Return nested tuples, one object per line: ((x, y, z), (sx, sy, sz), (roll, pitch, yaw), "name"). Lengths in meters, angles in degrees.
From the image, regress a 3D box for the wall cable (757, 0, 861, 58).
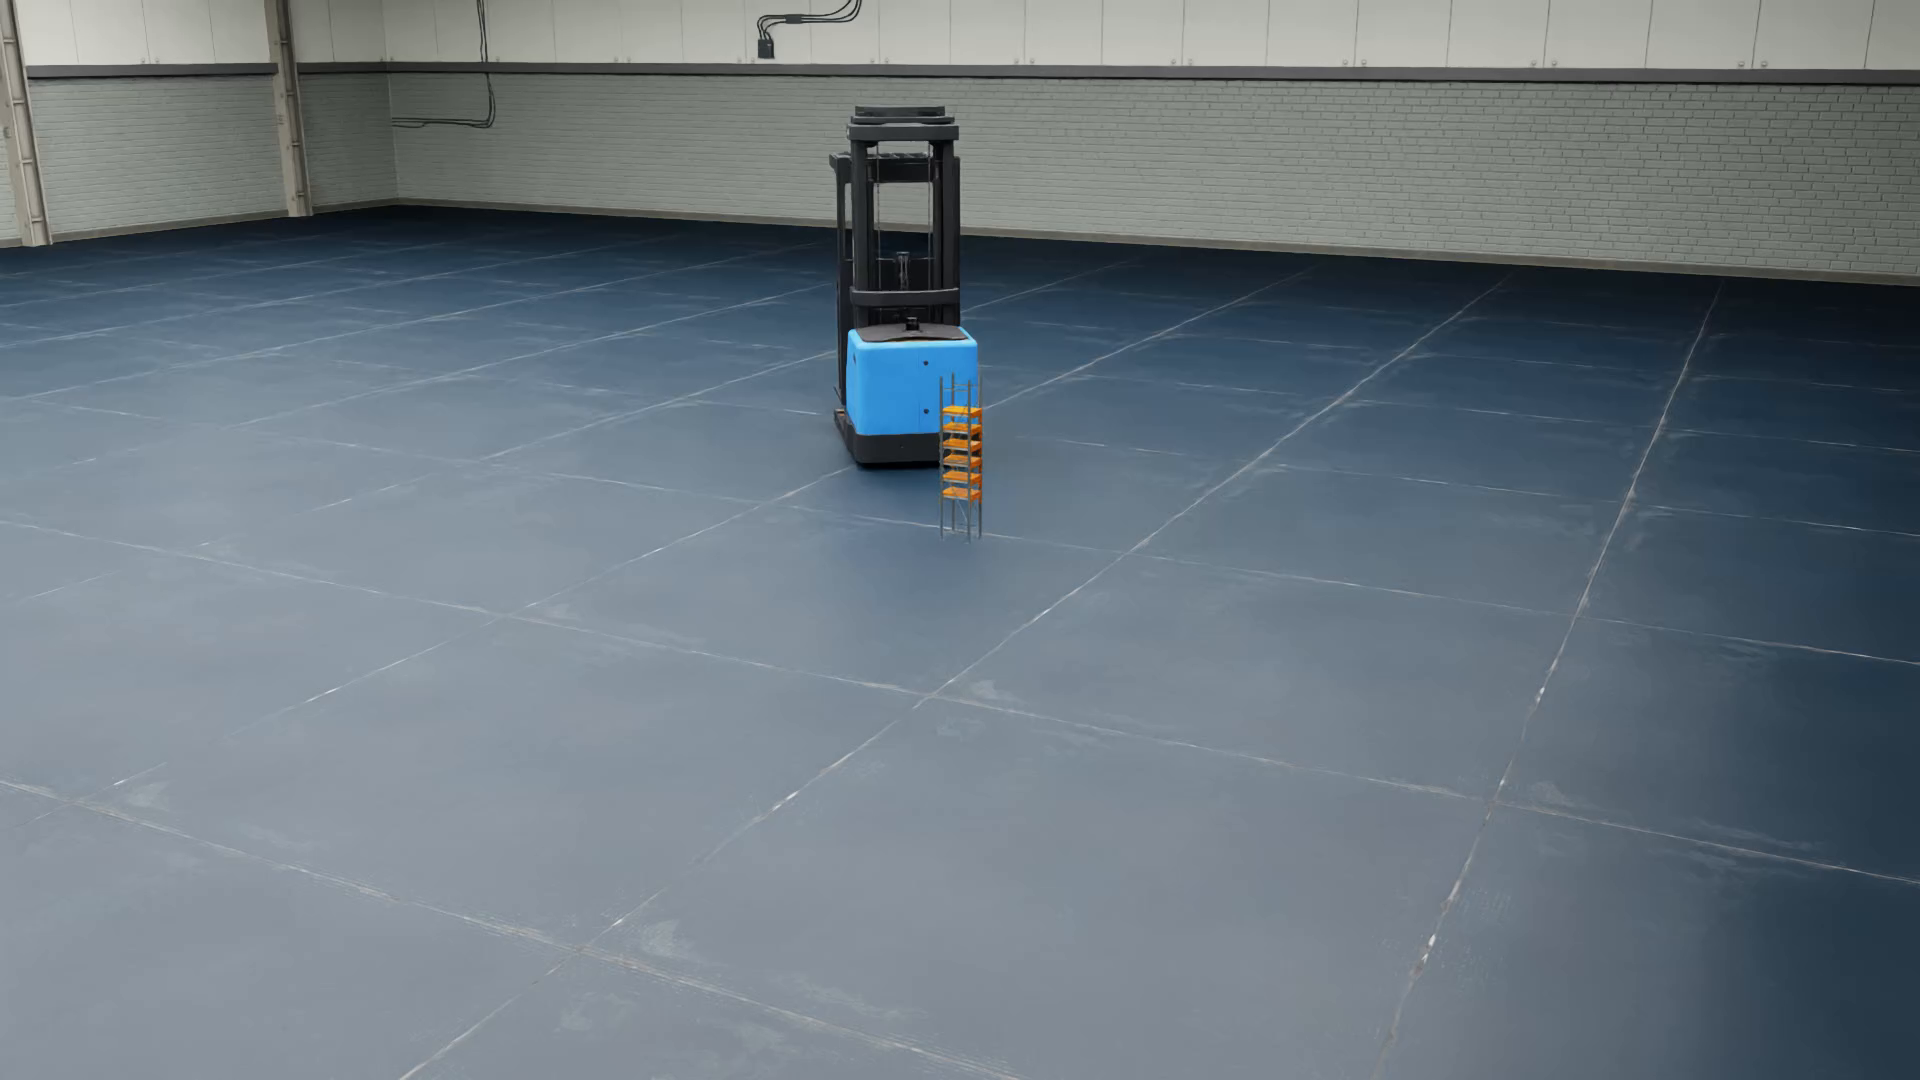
((-2.890, -12.135, 31.102), (2.305, 6.003, 0.169), (8, 18, 25), "wall cable")

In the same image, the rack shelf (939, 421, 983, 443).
((0.006, -0.766, 11.810), (0.258, 0.103, 0.180), (8, 18, 25), "rack shelf")

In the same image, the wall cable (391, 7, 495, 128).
((-11.376, -10.228, 36.109), (3.097, 2.526, 0.112), (8, 18, 25), "wall cable")

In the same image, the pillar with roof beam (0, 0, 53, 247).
((-12.705, -9.058, 26.717), (9.100, 9.000, 0.400), (8, 18, 25), "pillar with roof beam")

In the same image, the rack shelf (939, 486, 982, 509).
((0.006, -0.306, 11.947), (0.258, 0.103, 0.180), (8, 18, 25), "rack shelf")

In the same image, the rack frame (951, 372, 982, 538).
((0.047, -0.602, 11.944), (0.240, 1.200, 0.006), (8, 18, 25), "rack frame")

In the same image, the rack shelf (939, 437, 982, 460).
((0.006, -0.651, 11.844), (0.258, 0.103, 0.180), (8, 18, 25), "rack shelf")

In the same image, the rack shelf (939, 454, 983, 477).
((0.006, -0.536, 11.879), (0.258, 0.103, 0.180), (8, 18, 25), "rack shelf")

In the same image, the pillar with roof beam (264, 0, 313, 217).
((-10.024, -10.587, 31.863), (9.100, 9.000, 0.400), (8, 18, 25), "pillar with roof beam")

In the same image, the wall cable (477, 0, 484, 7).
((-8.956, -12.305, 34.231), (3.097, 2.526, 0.112), (8, 18, 25), "wall cable")

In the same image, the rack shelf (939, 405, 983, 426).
((0.006, -0.881, 11.776), (0.258, 0.103, 0.180), (8, 18, 25), "rack shelf")

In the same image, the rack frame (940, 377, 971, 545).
((-0.034, -0.556, 11.787), (0.240, 1.200, 0.006), (8, 18, 25), "rack frame")

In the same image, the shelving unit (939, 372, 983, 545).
((0.006, -0.579, 11.866), (0.258, 1.200, 0.189), (8, 18, 25), "shelving unit")

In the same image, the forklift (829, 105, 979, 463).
((-0.581, -2.425, 15.042), (1.130, 2.935, 3.031), (-3, 17, -9), "forklift")

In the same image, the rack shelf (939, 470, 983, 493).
((0.006, -0.421, 11.913), (0.258, 0.103, 0.180), (8, 18, 25), "rack shelf")
